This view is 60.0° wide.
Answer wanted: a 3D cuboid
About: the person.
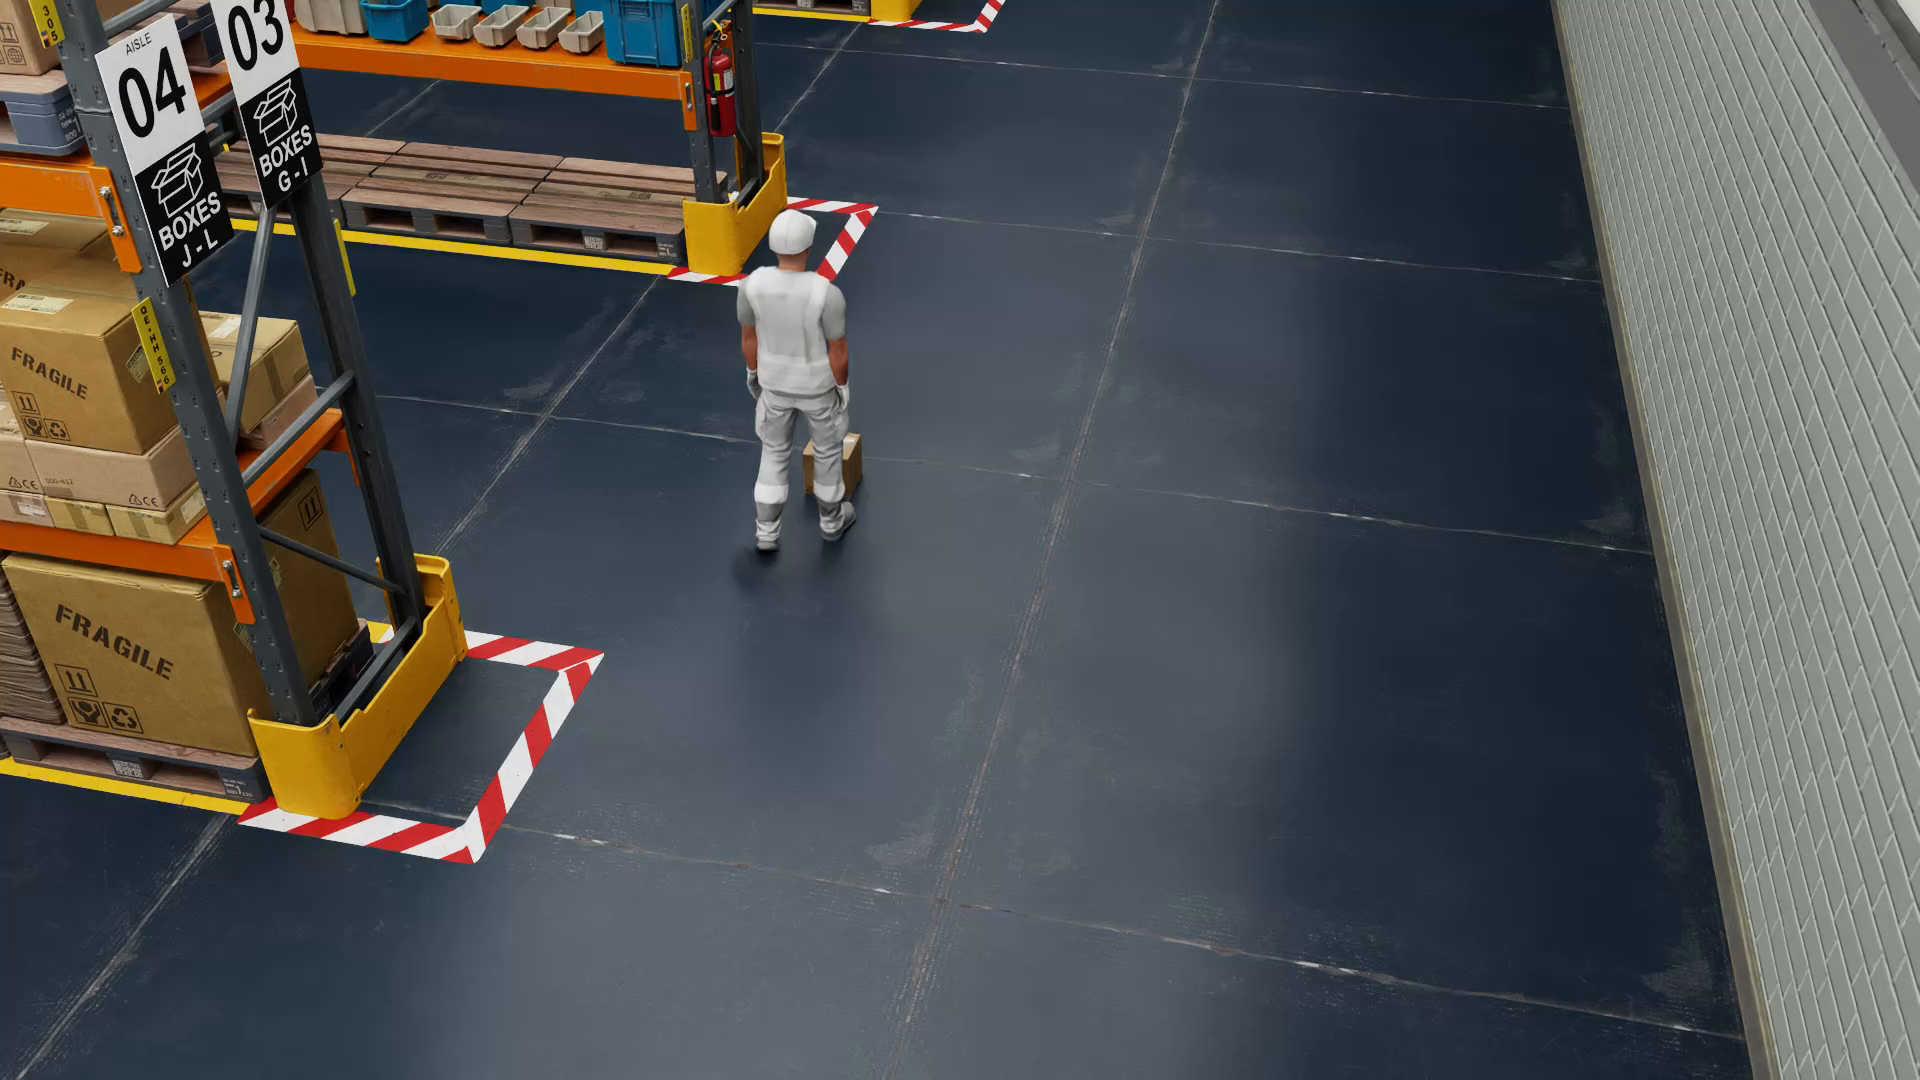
[{"bbox_3d":[-0.775,-0.713,7.986,0.541,1.879,0.525,8,37,11],"label":"person"}]
